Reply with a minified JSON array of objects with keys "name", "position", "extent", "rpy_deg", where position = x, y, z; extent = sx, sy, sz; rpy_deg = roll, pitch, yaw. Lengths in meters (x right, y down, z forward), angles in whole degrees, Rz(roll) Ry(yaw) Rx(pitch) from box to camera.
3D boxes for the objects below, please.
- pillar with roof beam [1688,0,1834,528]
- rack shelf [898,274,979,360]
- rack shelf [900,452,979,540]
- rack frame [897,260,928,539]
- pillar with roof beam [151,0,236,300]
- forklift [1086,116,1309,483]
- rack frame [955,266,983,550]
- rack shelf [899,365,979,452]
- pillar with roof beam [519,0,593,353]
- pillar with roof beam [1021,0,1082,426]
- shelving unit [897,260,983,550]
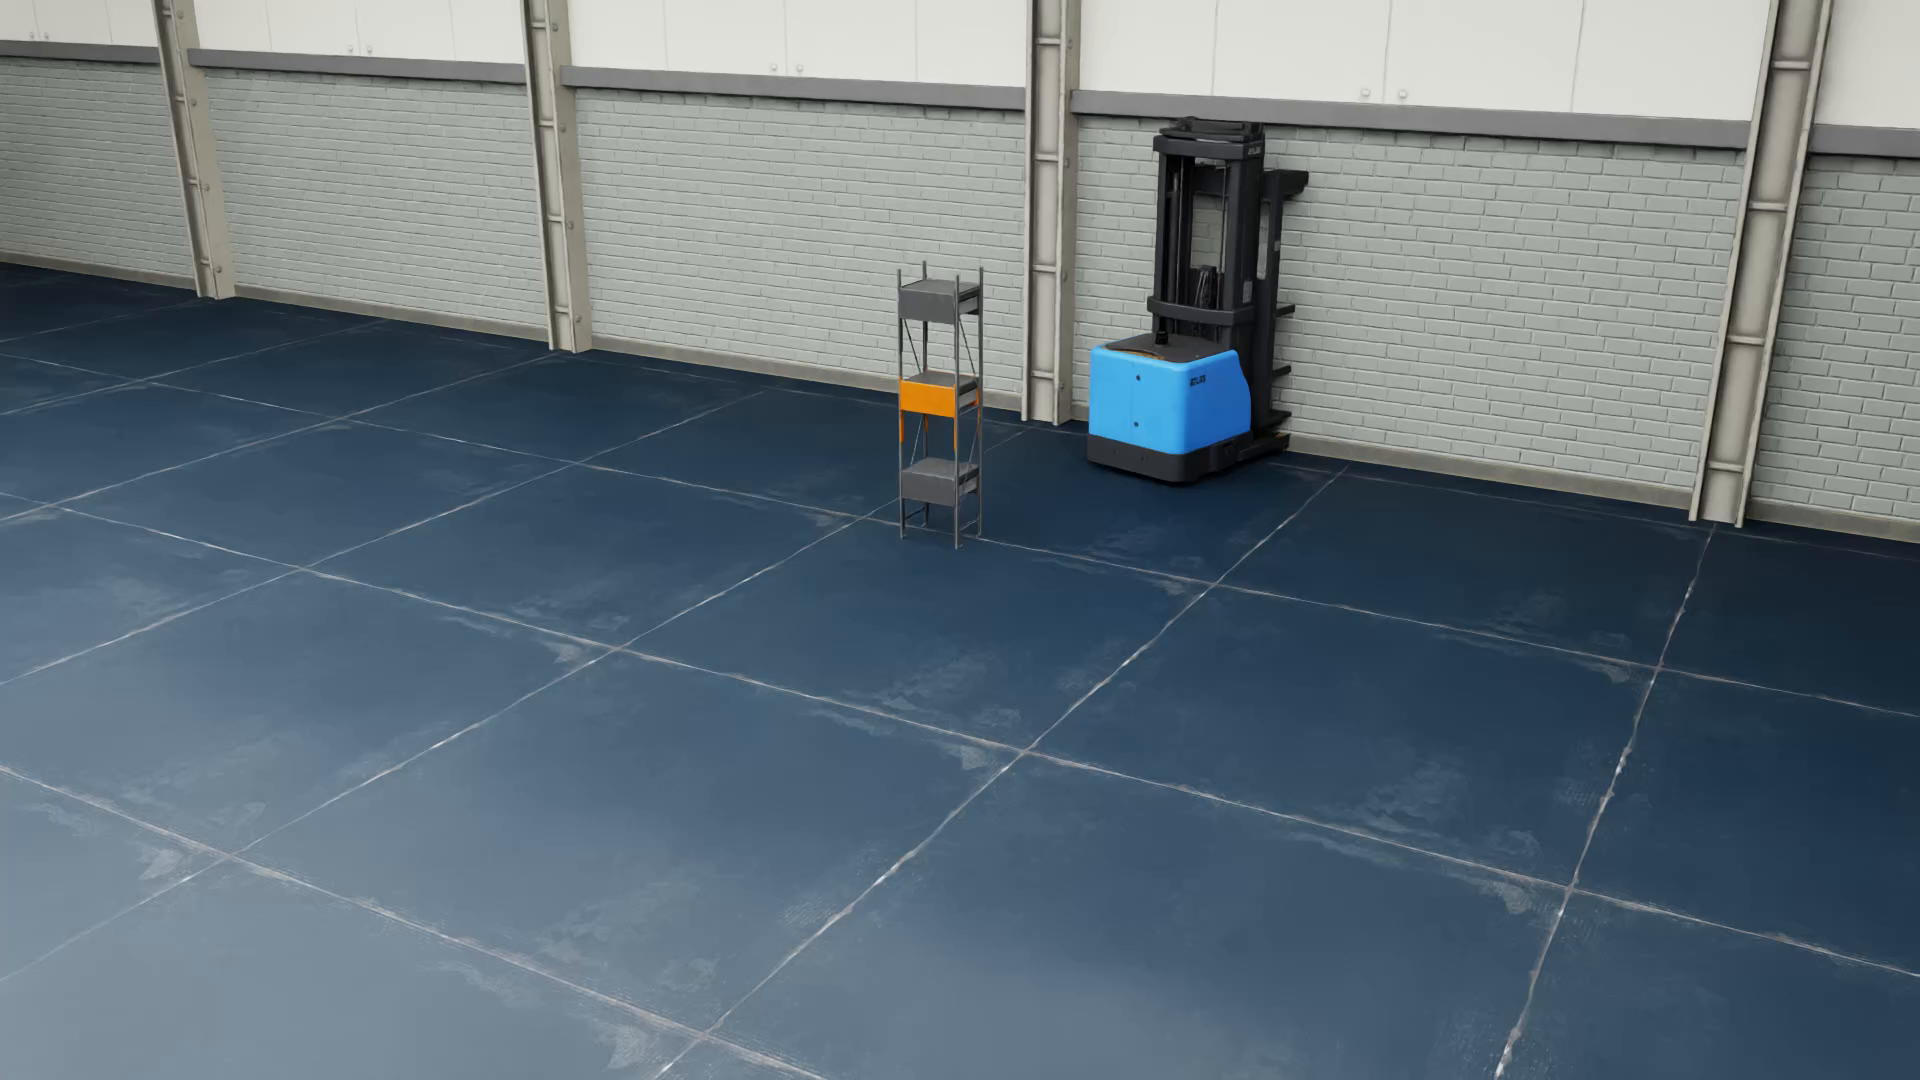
[{"name":"pillar with roof beam","position":[3.976,-3.121,8.272],"extent":[0.400,9.000,9.100],"rpy_deg":[11,23,27]},{"name":"rack shelf","position":[-0.145,-1.660,12.349],"extent":[0.480,0.518,0.431],"rpy_deg":[11,23,27]},{"name":"rack shelf","position":[-0.145,-0.344,12.826],"extent":[0.480,0.518,0.431],"rpy_deg":[11,23,27]},{"name":"rack frame","position":[-0.358,-1.055,12.695],"extent":[0.015,2.100,0.400],"rpy_deg":[11,23,27]},{"name":"pillar with roof beam","position":[-11.738,-6.114,16.524],"extent":[0.400,9.000,9.100],"rpy_deg":[11,23,27]},{"name":"forklift","position":[2.486,-2.280,14.853],"extent":[1.130,2.935,3.031],"rpy_deg":[18,26,40]},{"name":"rack frame","position":[0.069,-0.974,12.471],"extent":[0.015,2.100,0.400],"rpy_deg":[11,23,27]},{"name":"rack shelf","position":[-0.145,-1.002,12.588],"extent":[0.480,0.518,0.431],"rpy_deg":[11,23,27]},{"name":"pillar with roof beam","position":[-6.500,-5.116,13.774],"extent":[0.400,9.000,9.100],"rpy_deg":[11,23,27]},{"name":"pillar with roof beam","position":[-1.262,-4.119,11.023],"extent":[0.400,9.000,9.100],"rpy_deg":[11,23,27]},{"name":"shelving unit","position":[-0.145,-1.015,12.583],"extent":[0.503,2.100,0.431],"rpy_deg":[11,23,27]}]
